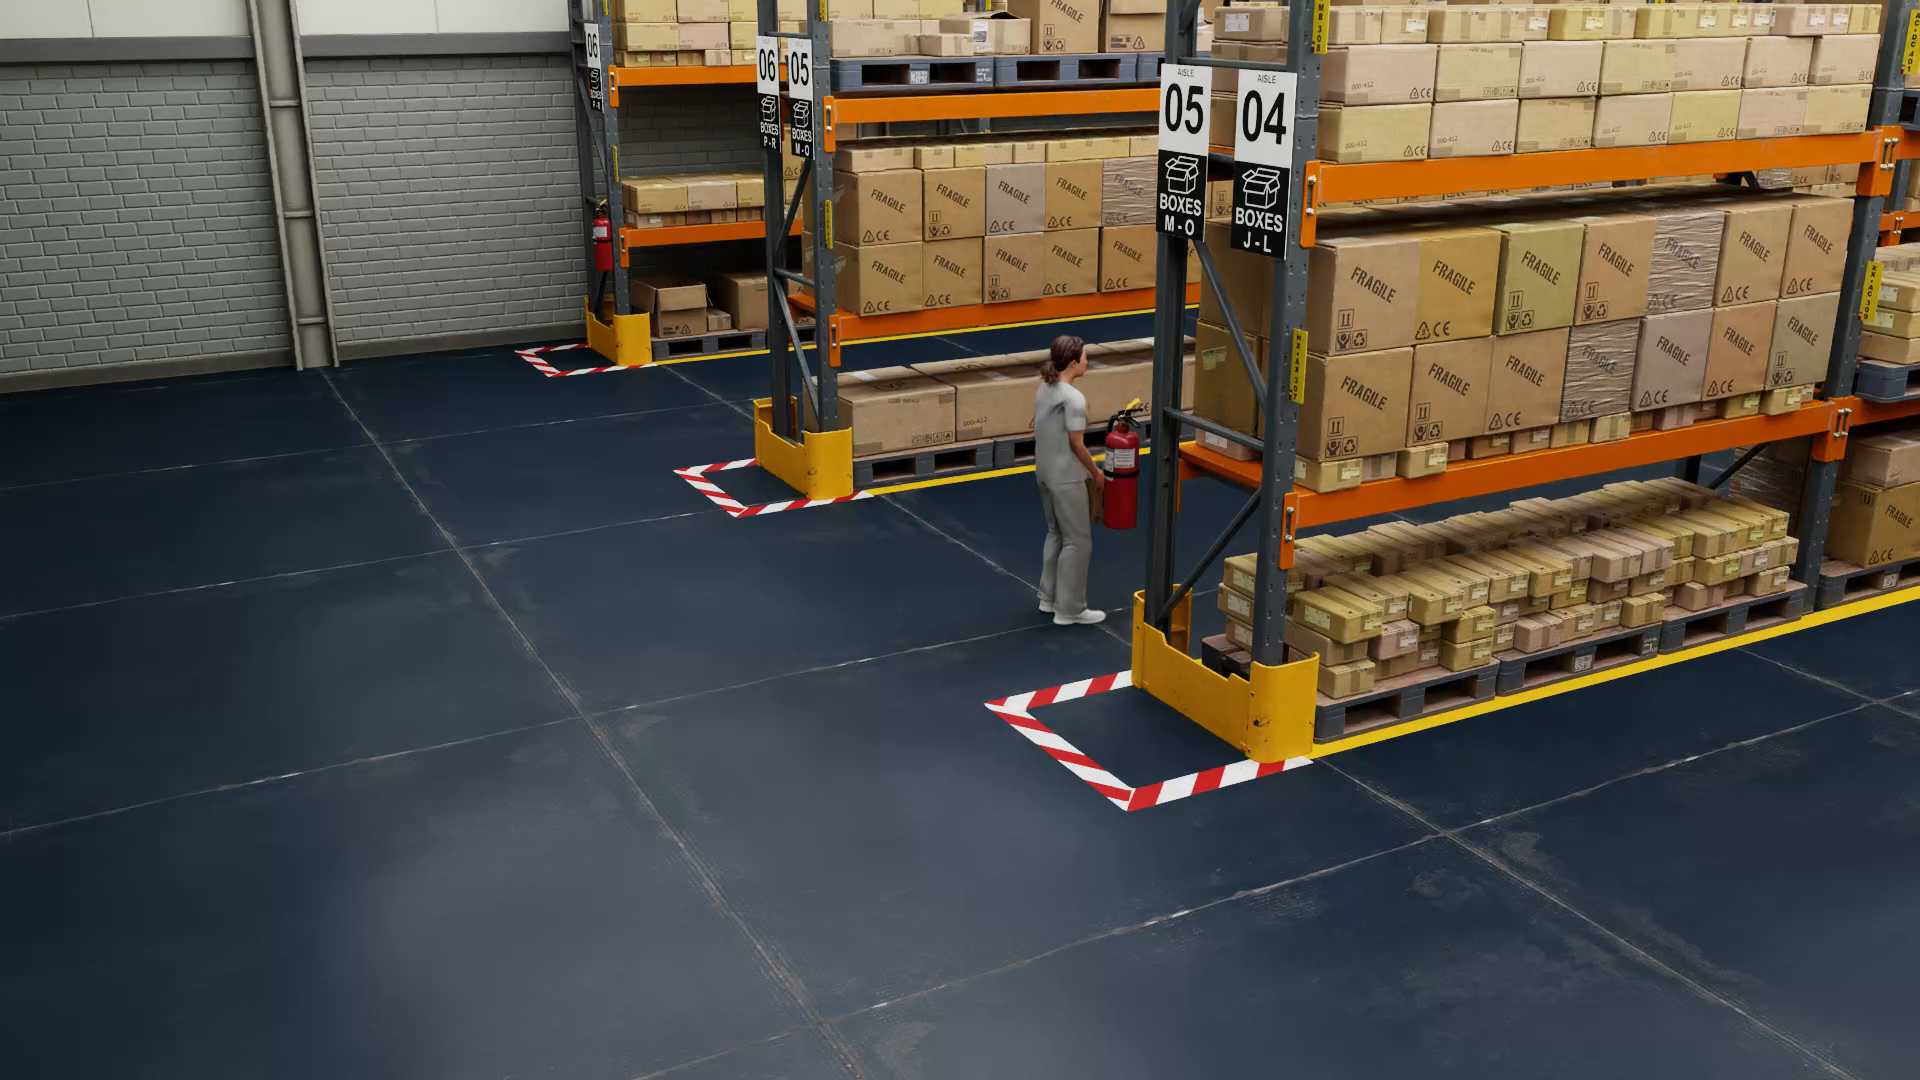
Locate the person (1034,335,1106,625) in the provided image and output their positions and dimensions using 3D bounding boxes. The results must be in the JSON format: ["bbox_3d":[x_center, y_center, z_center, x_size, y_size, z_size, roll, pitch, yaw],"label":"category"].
[{"bbox_3d":[0.621,-0.355,9.619,0.378,1.674,0.467,-7,20,-20],"label":"person"}]
